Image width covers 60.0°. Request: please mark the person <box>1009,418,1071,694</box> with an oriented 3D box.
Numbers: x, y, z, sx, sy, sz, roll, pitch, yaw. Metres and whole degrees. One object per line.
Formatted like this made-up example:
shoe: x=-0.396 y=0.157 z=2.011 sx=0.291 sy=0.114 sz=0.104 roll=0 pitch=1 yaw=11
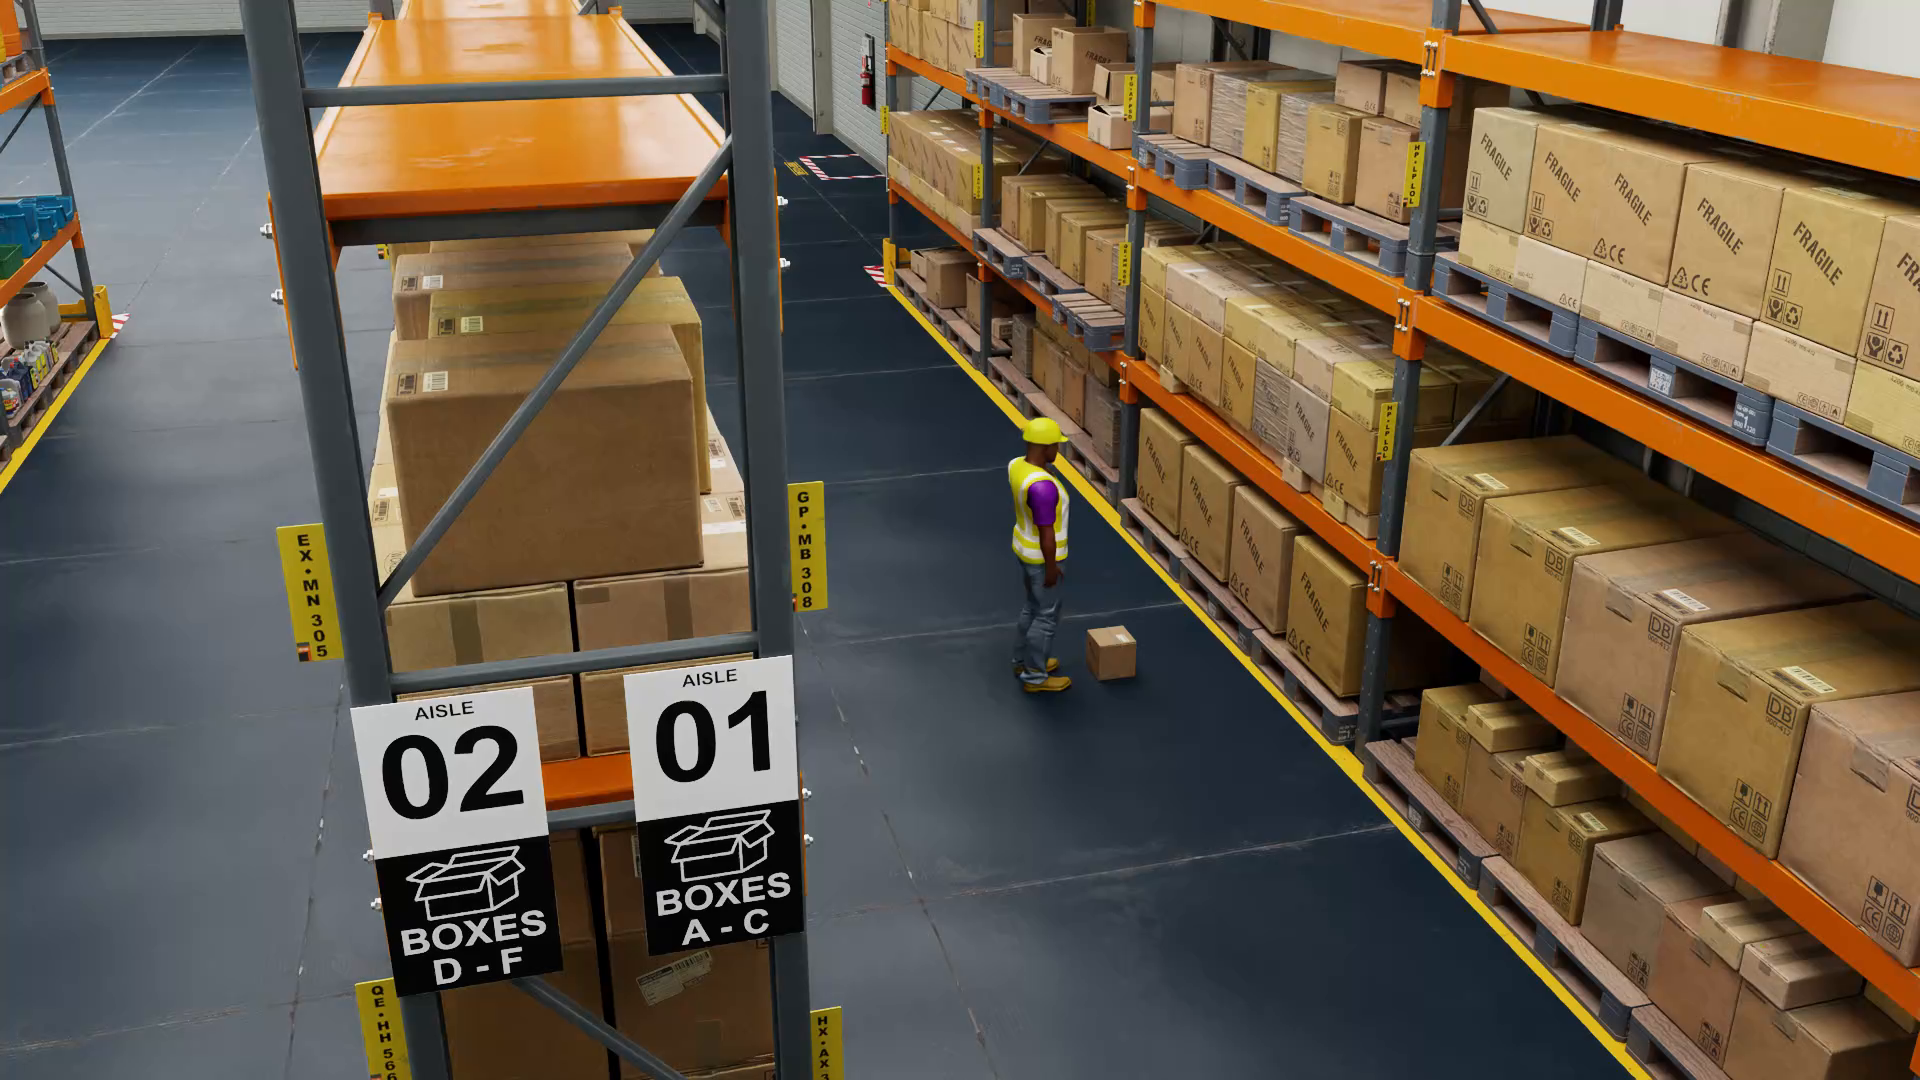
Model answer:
person: x=0.504 y=0.078 z=10.381 sx=0.348 sy=1.762 sz=0.565 roll=-6 pitch=23 yaw=-13
